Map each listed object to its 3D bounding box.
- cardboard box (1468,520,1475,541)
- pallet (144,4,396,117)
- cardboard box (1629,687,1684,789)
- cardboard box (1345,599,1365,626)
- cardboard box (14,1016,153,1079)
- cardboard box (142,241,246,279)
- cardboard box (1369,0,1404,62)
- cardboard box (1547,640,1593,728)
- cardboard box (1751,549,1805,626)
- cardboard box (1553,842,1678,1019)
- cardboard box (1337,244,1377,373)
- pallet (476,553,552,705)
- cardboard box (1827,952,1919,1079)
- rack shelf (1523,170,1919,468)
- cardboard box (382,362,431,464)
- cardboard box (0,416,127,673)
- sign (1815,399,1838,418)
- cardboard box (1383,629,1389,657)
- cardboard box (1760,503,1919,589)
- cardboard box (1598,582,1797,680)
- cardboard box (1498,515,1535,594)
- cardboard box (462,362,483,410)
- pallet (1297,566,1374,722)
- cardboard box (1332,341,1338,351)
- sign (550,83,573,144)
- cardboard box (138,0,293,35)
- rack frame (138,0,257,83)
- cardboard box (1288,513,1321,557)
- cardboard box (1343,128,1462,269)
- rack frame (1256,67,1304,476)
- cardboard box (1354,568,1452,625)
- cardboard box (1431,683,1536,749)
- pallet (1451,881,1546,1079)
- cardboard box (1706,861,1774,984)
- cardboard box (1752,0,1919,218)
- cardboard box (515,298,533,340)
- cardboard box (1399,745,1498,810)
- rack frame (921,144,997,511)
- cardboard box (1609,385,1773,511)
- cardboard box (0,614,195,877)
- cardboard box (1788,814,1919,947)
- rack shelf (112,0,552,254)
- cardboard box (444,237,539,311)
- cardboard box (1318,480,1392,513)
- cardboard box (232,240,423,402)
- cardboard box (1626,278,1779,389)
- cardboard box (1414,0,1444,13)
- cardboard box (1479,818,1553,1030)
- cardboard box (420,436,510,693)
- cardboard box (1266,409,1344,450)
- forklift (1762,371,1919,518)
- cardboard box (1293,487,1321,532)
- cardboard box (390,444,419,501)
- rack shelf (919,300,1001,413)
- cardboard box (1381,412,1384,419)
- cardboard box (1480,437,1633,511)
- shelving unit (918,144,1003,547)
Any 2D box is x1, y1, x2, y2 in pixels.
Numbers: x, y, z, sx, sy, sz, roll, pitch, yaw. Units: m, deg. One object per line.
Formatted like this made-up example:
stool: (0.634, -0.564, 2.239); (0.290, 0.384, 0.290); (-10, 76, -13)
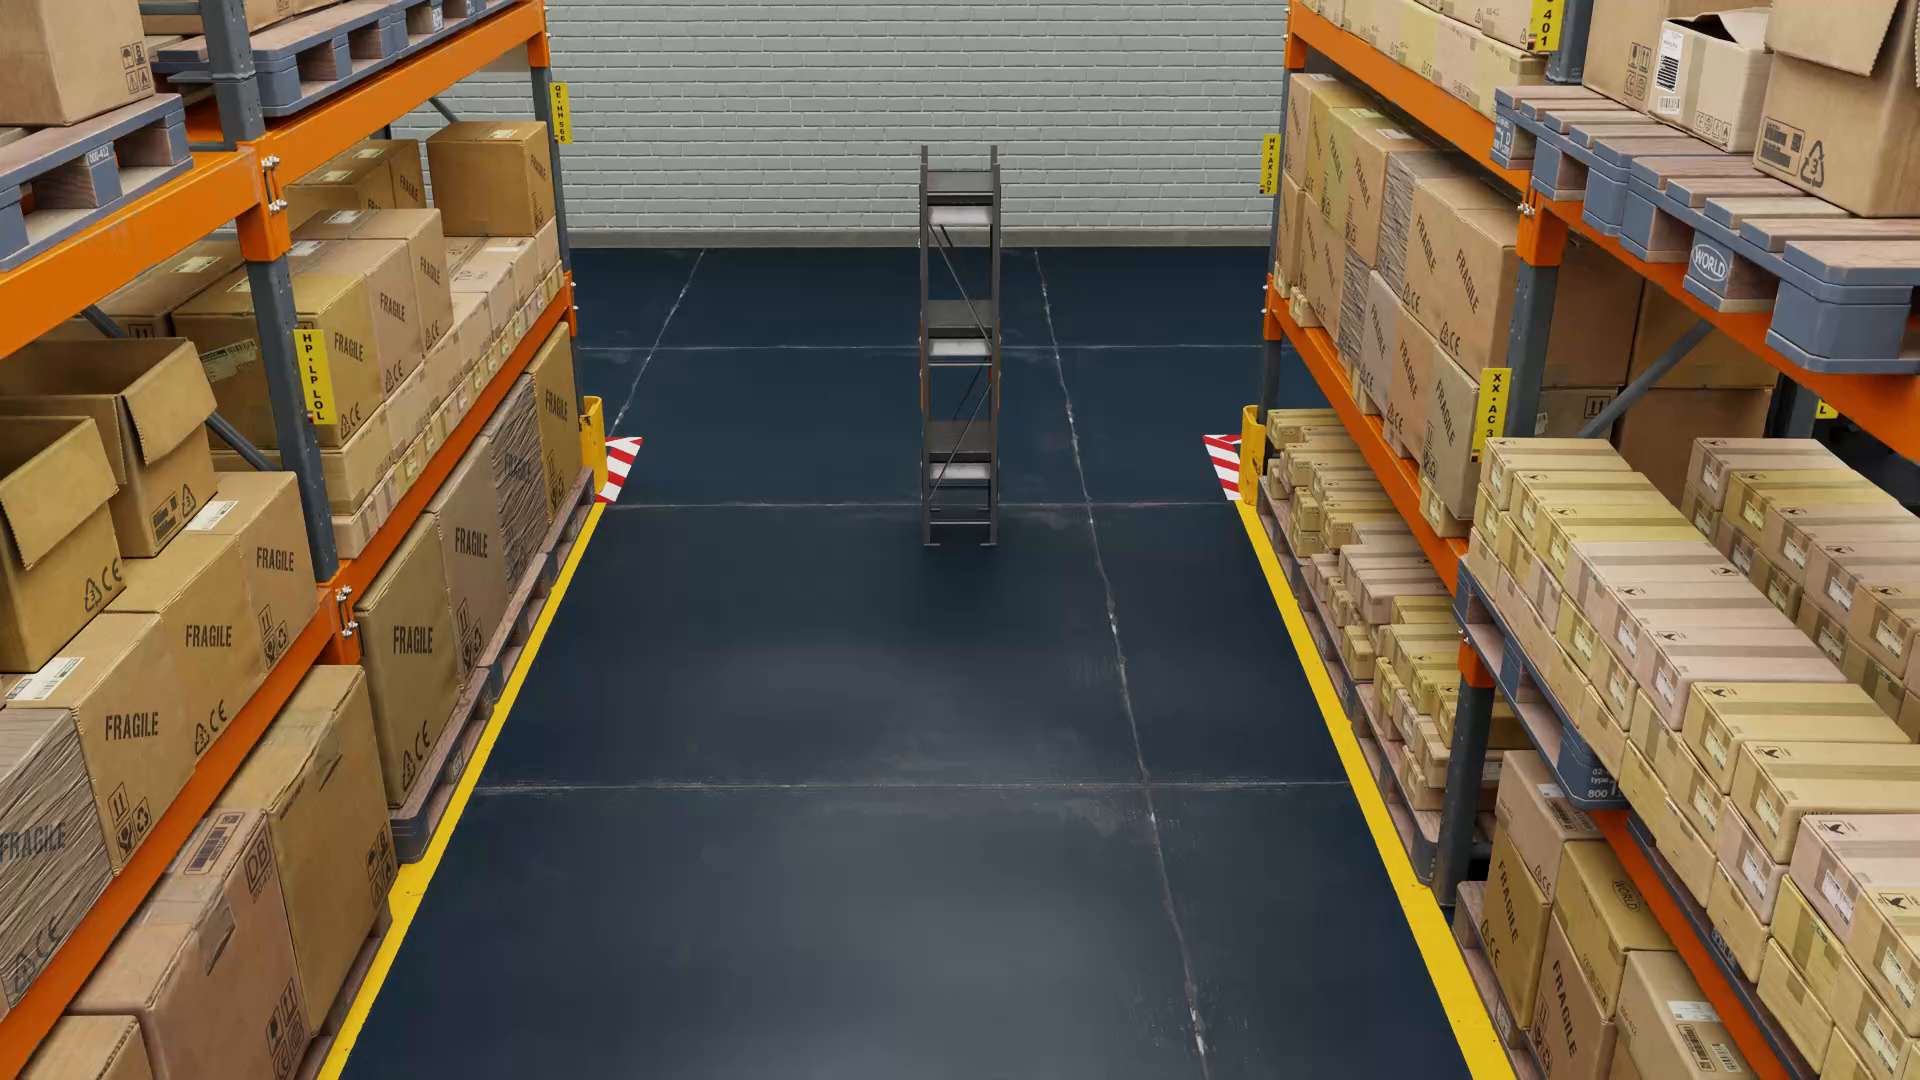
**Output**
cardboard box: (2.052, -0.021, 5.961); (0.380, 0.149, 0.250); (-1, 24, -1)
pallet: (-2.670, -1.702, 5.840); (1.003, 0.211, 1.213); (0, 24, -1)
cardboard box: (1.853, 0.474, 3.997); (0.380, 0.149, 0.250); (-1, 24, -1)
cardboard box: (1.997, 0.394, 7.688); (0.380, 0.149, 0.250); (0, 24, 0)
cardboard box: (-2.617, 1.735, 3.842); (1.225, 0.875, 0.875); (0, 24, 0)
cardboard box: (-2.945, -0.842, 6.382); (0.500, 0.500, 0.500); (0, 24, 0)
cardboard box: (2.010, -2.137, 6.878); (0.500, 0.250, 0.500); (0, 24, -1)
cardboard box: (1.843, 0.389, 4.544); (0.380, 0.149, 0.250); (0, 24, 0)
cardboard box: (2.495, 0.143, 4.729); (0.380, 0.149, 0.250); (1, 24, 2)
cardboard box: (2.041, 1.112, 4.765); (0.500, 0.250, 0.500); (0, 24, 1)
cardboard box: (2.010, -1.030, 7.404); (0.500, 0.500, 0.500); (-1, 24, -2)
pallet: (-2.618, 0.415, 8.077); (1.003, 0.211, 1.213); (0, 24, -1)
cardboard box: (1.860, 0.894, 3.067); (0.380, 0.149, 0.250); (0, 24, 0)
rack shelf: (2.311, -0.234, 3.359); (1.077, 0.370, 4.000); (0, 24, -1)
cardboard box: (-2.415, -0.505, 6.548); (0.500, 0.250, 0.500); (0, 24, -1)
cardboard box: (-2.660, 0.005, 4.260); (0.797, 0.503, 0.637); (0, 24, 0)
sign: (2.844, -0.550, 5.422); (0.100, 0.325, 0.005); (0, 24, -1)
cardboard box: (2.027, 0.499, 7.095); (0.380, 0.149, 0.250); (0, 24, 0)
cardboard box: (2.493, 0.015, 4.650); (0.380, 0.149, 0.250); (-1, 24, -2)
cardboard box: (1.847, 0.227, 4.182); (0.380, 0.149, 0.250); (0, 24, -1)
cardboard box: (1.838, 0.040, 4.956); (0.380, 0.149, 0.250); (-1, 24, -2)
cardboard box: (-2.361, -0.689, 7.439); (0.380, 0.149, 0.250); (-1, 24, -2)
pallet: (2.230, 0.471, 7.952); (1.003, 0.211, 1.213); (0, 24, -1)
cardboard box: (2.033, -0.984, 8.090); (0.380, 0.149, 0.250); (0, 24, -1)
sign: (-2.172, -2.319, 9.044); (0.100, 0.325, 0.005); (0, 24, -1)
cardboard box: (-2.740, -2.009, 5.661); (0.700, 0.500, 0.500); (-2, 24, -4)
rack frame: (-2.672, -2.772, 4.458); (1.000, 3.000, 0.127); (0, 24, -1)
cardboard box: (1.919, -0.026, 8.618); (0.380, 0.149, 0.250); (0, 24, 0)
cardboard box: (1.989, -1.485, 7.198); (0.500, 0.500, 0.500); (-1, 24, -2)
rack frame: (2.246, -1.667, 9.296); (1.000, 3.000, 0.127); (0, 24, -1)
cardboard box: (1.953, 0.246, 7.294); (0.380, 0.149, 0.250); (-1, 24, -3)
cardboard box: (2.025, 0.672, 6.351); (0.380, 0.149, 0.250); (0, 24, 1)
pallet: (2.299, 1.573, 5.517); (1.003, 0.211, 1.213); (0, 24, -1)
cardboard box: (1.859, 0.823, 3.586); (0.380, 0.149, 0.250); (0, 24, 1)
cardboard box: (2.175, -0.987, 3.517); (0.797, 0.503, 0.637); (-1, 24, -1)
cardboard box: (-2.374, -1.113, 8.375); (0.380, 0.149, 0.250); (0, 24, 0)
cardboard box: (1.944, 0.929, 6.506); (0.380, 0.149, 0.250); (0, 24, 0)
rack frame: (-0.004, -1.125, 9.190); (0.400, 2.100, 0.015); (0, 24, -1)
cardboard box: (2.536, -0.405, 6.023); (0.500, 0.500, 0.500); (-1, 24, -2)
cardboard box: (-2.382, 0.527, 4.323); (0.500, 0.500, 0.500); (-1, 24, -1)
cardboard box: (1.862, 0.661, 3.222); (0.380, 0.149, 0.250); (0, 24, -1)
rack shelf: (-2.693, -1.901, 7.047); (1.077, 0.370, 4.000); (0, 24, -1)
cardboard box: (-2.440, -1.346, 8.407); (0.500, 0.250, 0.500); (-1, 24, -1)
cardboard box: (1.989, -0.179, 8.235); (0.380, 0.149, 0.250); (1, 24, 2)
cardboard box: (-2.419, -0.848, 6.397); (0.500, 0.500, 0.500); (0, 24, -1)
cardboard box: (2.528, -0.842, 5.777); (0.500, 0.500, 0.500); (0, 24, 1)
cardboard box: (2.026, -2.163, 6.328); (0.500, 0.250, 0.500); (1, 24, 2)
cardboard box: (2.032, 1.234, 5.404); (0.500, 0.500, 0.500); (1, 24, 1)
cardboard box: (-2.609, 0.095, 7.468); (0.875, 0.875, 0.875); (0, 24, -1)
cardboard box: (1.912, -0.613, 9.193); (0.380, 0.149, 0.250); (-1, 24, -3)
forklift: (4.820, -1.374, 8.731); (1.130, 2.935, 3.031); (-5, 25, -10)
cardboard box: (1.927, -0.158, 8.549); (0.380, 0.149, 0.250); (0, 24, 1)
cardboard box: (-2.349, -0.264, 6.498); (0.380, 0.149, 0.250); (1, 24, 1)
rack shelf: (-0.002, -1.012, 8.974); (0.431, 0.518, 0.480); (0, 24, -1)
cardboard box: (2.037, -0.560, 7.154); (0.380, 0.149, 0.250); (-1, 24, -1)
cardboard box: (1.834, -0.202, 5.131); (0.380, 0.149, 0.250); (1, 24, 2)
shelving unit: (-0.002, -1.025, 8.968); (0.431, 2.100, 0.503); (0, 24, -1)
